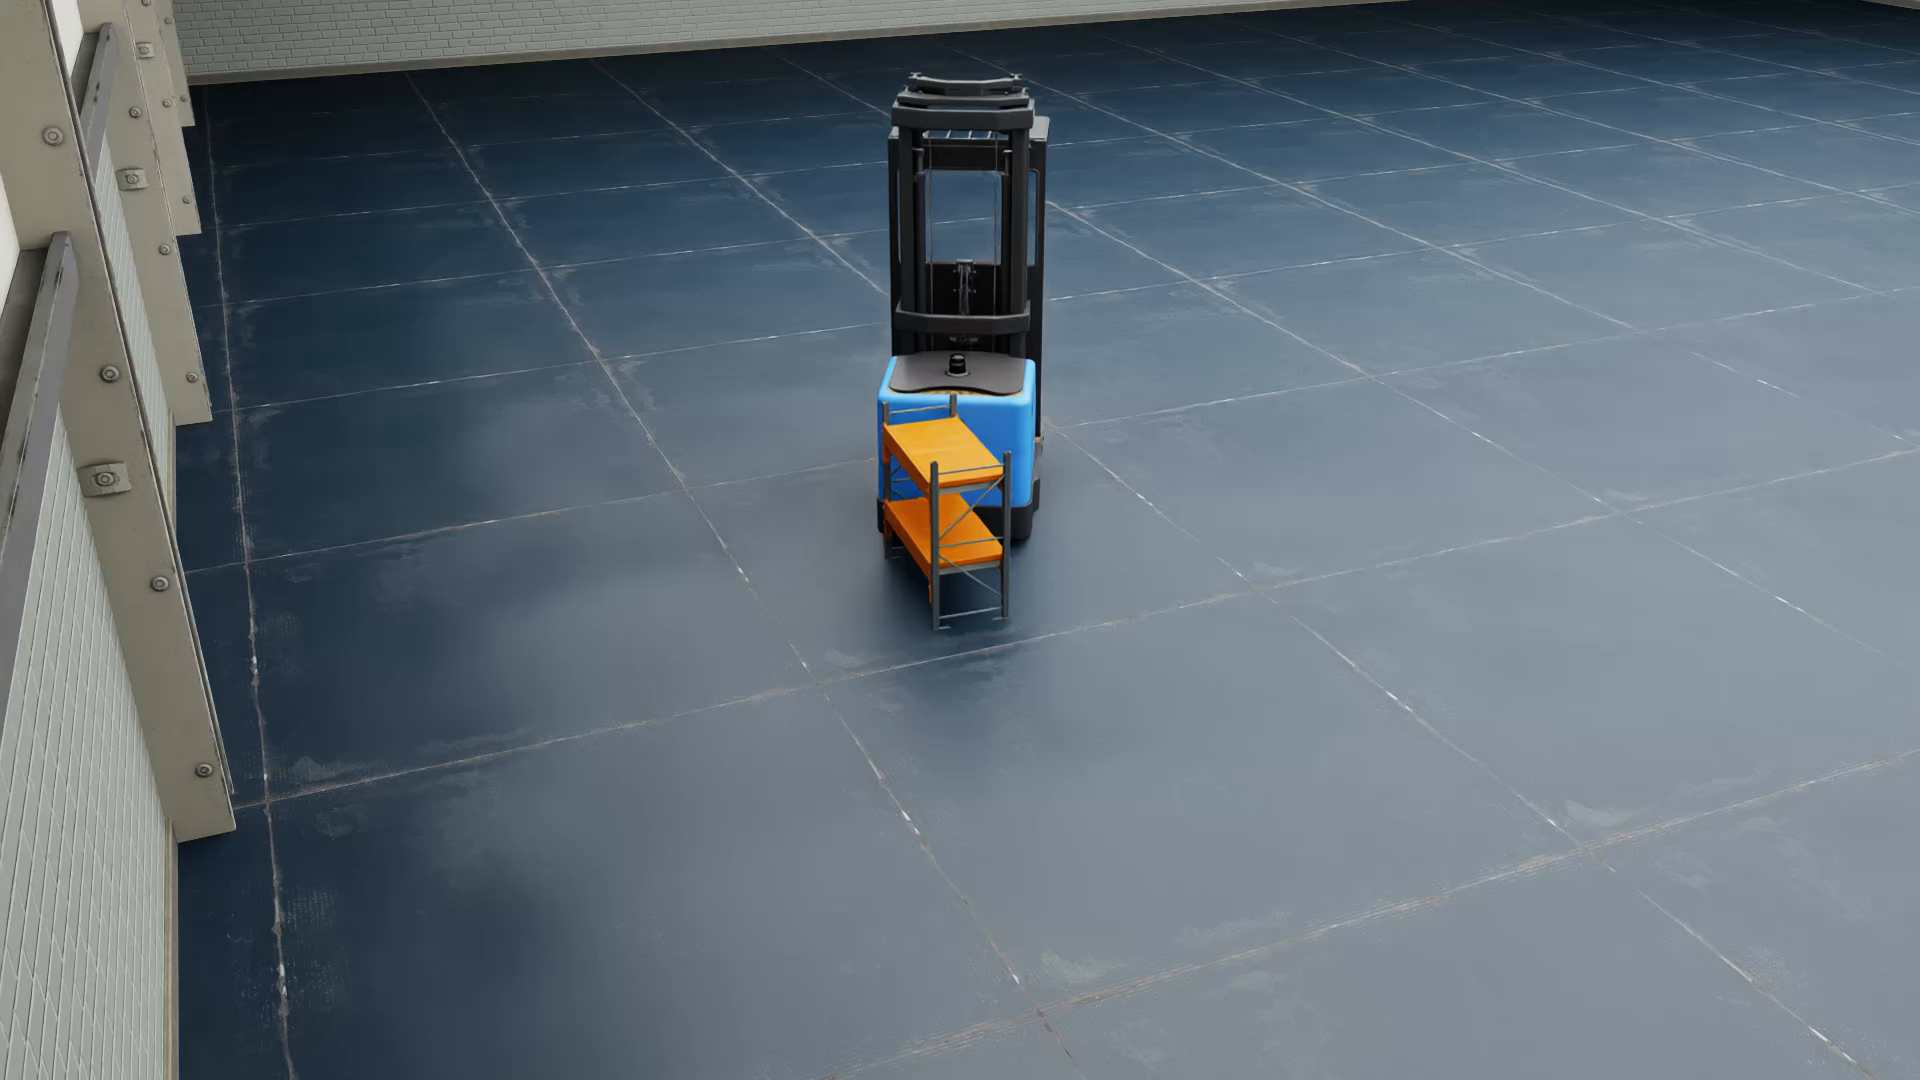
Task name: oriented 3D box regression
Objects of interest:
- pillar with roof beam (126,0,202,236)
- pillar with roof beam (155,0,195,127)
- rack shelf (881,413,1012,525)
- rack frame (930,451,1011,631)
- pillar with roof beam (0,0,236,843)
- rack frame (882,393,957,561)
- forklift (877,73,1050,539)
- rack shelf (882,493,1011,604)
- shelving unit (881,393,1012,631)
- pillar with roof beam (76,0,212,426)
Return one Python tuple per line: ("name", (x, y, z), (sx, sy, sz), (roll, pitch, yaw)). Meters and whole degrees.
("pillar with roof beam", (-4.615, -8.217, 17.968), (9.100, 9.000, 0.400), (-11, 28, -21))
("pillar with roof beam", (-6.964, -10.639, 22.929), (9.100, 9.000, 0.400), (-11, 28, -21))
("rack shelf", (-0.098, -0.459, 10.386), (0.538, 0.278, 1.000), (-8, 27, -17))
("rack frame", (0.065, 0.016, 10.082), (0.500, 1.125, 0.032), (-8, 27, -17))
("pillar with roof beam", (0.085, -3.372, 8.046), (9.100, 9.000, 0.400), (-11, 28, -21))
("rack frame", (-0.260, -0.407, 10.947), (0.500, 1.125, 0.032), (-8, 27, -17))
("forklift", (0.068, -1.933, 12.015), (1.130, 2.935, 3.031), (2, 26, 4))
("rack shelf", (-0.098, 0.024, 10.622), (0.538, 0.278, 1.000), (-8, 27, -17))
("shelving unit", (-0.098, -0.196, 10.515), (0.538, 1.125, 1.048), (-8, 27, -17))
("pillar with roof beam", (-2.265, -5.794, 13.007), (9.100, 9.000, 0.400), (-11, 28, -21))
